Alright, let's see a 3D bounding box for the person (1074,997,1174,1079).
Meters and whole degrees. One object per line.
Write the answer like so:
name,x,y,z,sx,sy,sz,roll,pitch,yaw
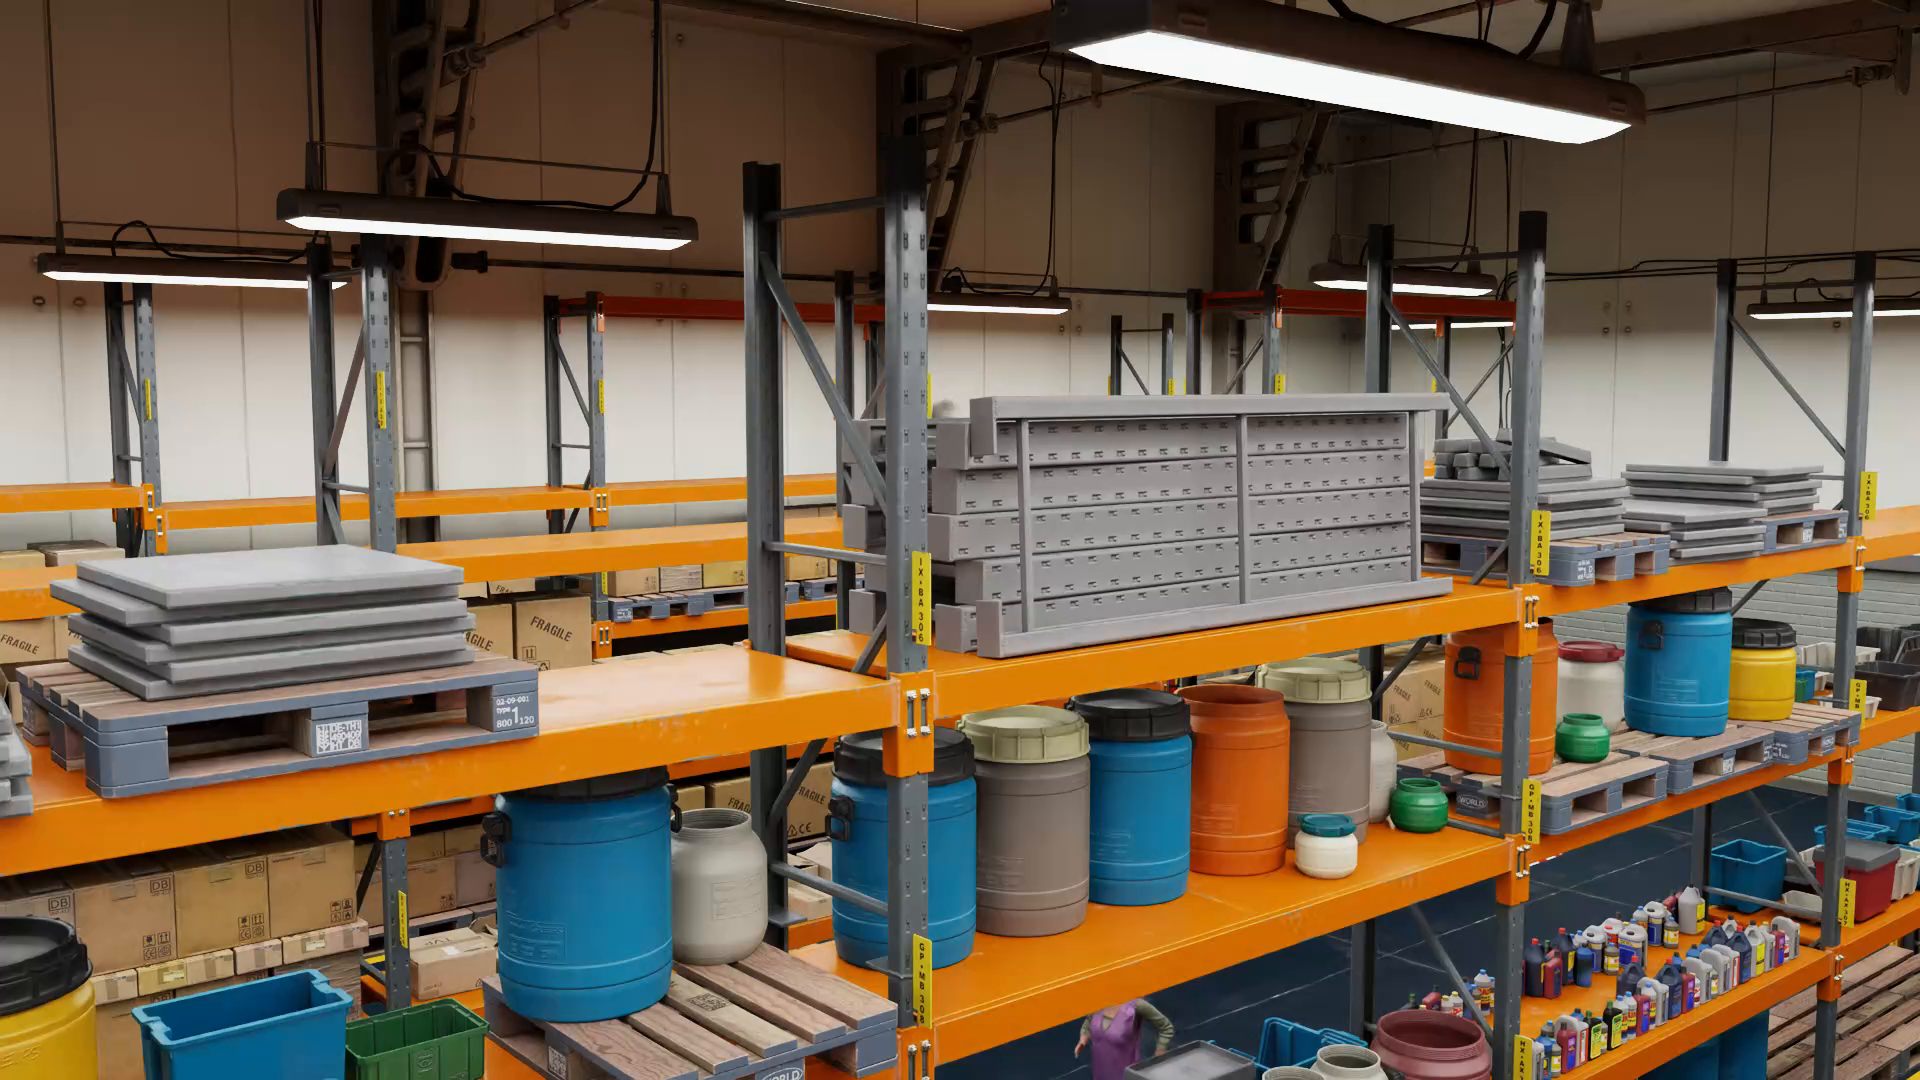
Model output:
person,0.990,3.370,10.291,0.751,1.631,0.514,-5,7,-41
